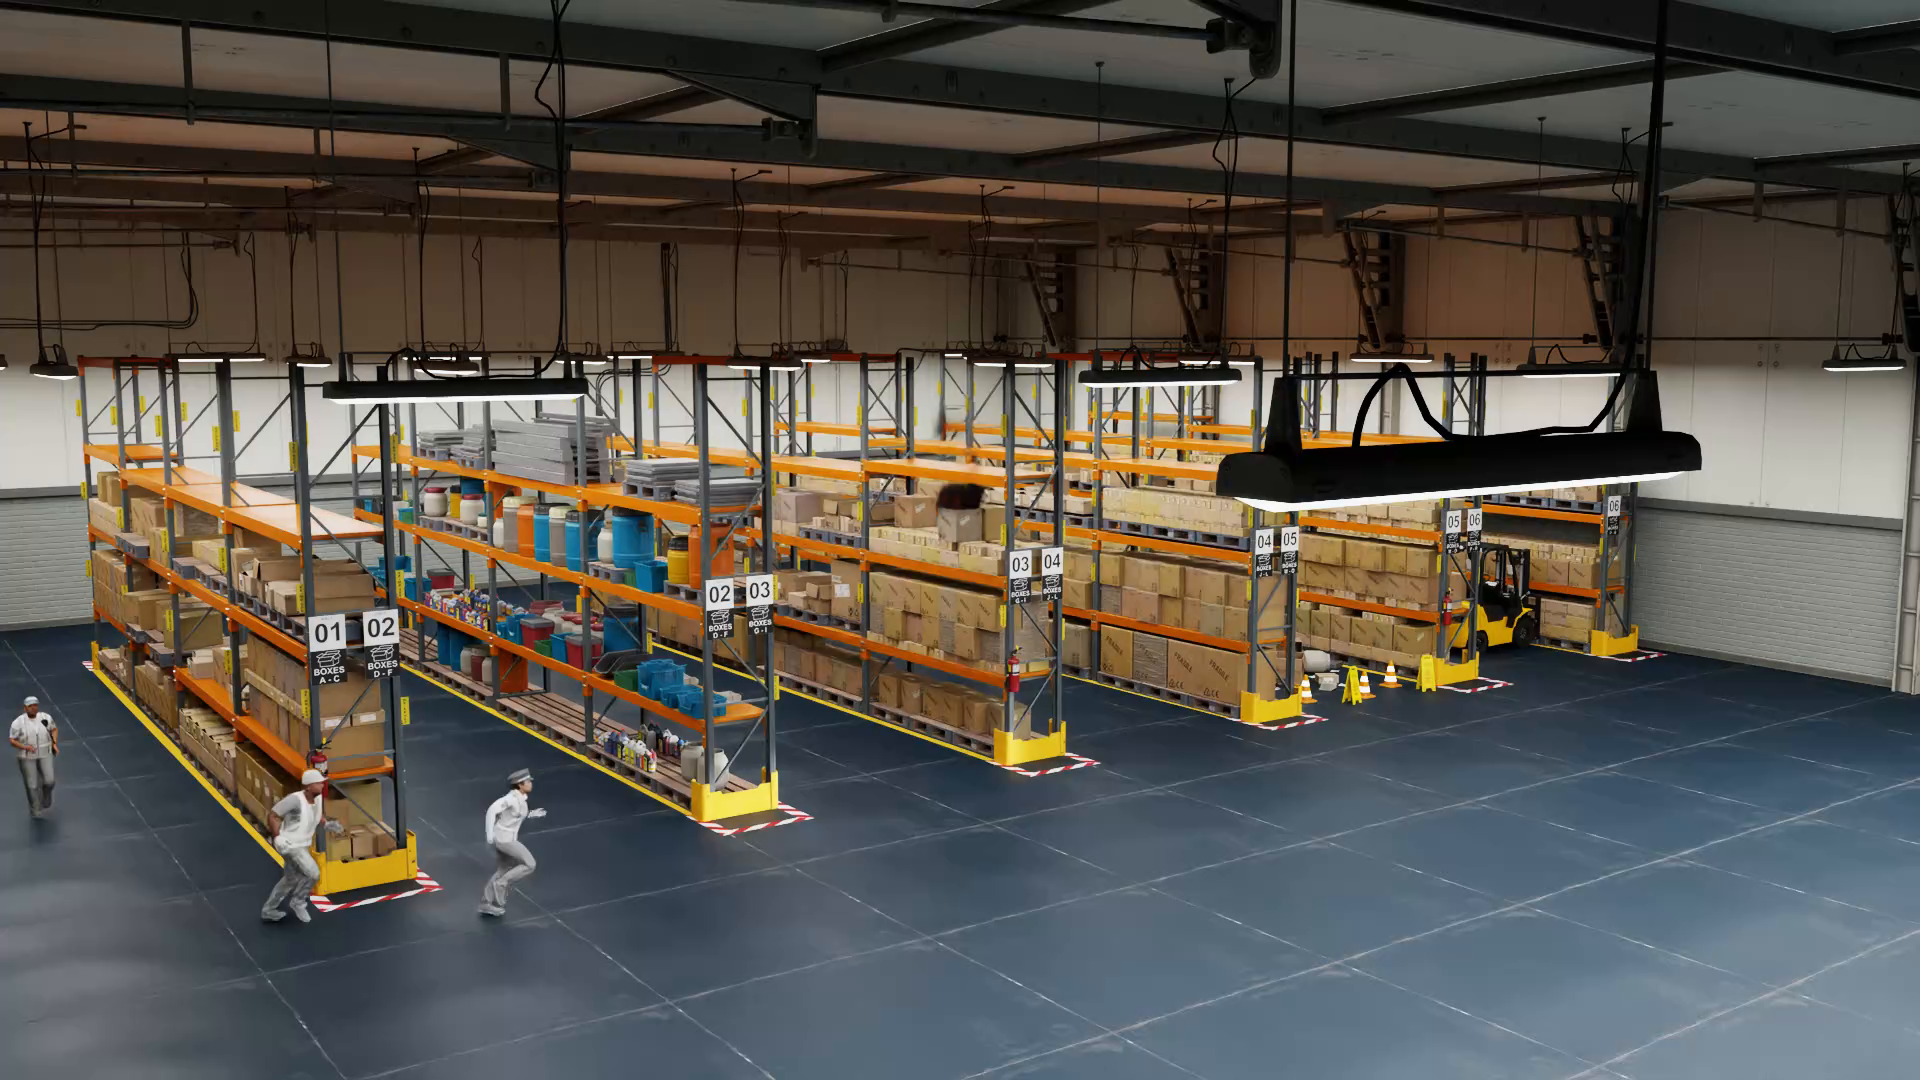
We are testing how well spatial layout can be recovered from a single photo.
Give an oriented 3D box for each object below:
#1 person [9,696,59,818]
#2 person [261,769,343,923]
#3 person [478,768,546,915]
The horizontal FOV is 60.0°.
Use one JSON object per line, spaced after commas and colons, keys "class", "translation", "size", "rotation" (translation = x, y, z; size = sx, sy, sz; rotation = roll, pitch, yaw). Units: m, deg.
{"class": "person", "translation": [-12.194, 2.871, 21.973], "size": [0.599, 1.628, 0.539], "rotation": [-6, 9, -39]}
{"class": "person", "translation": [-7.206, 3.324, 18.108], "size": [0.868, 1.688, 0.710], "rotation": [1, 7, 7]}
{"class": "person", "translation": [-4.931, 3.314, 18.301], "size": [0.754, 1.609, 0.601], "rotation": [-2, 7, -14]}
